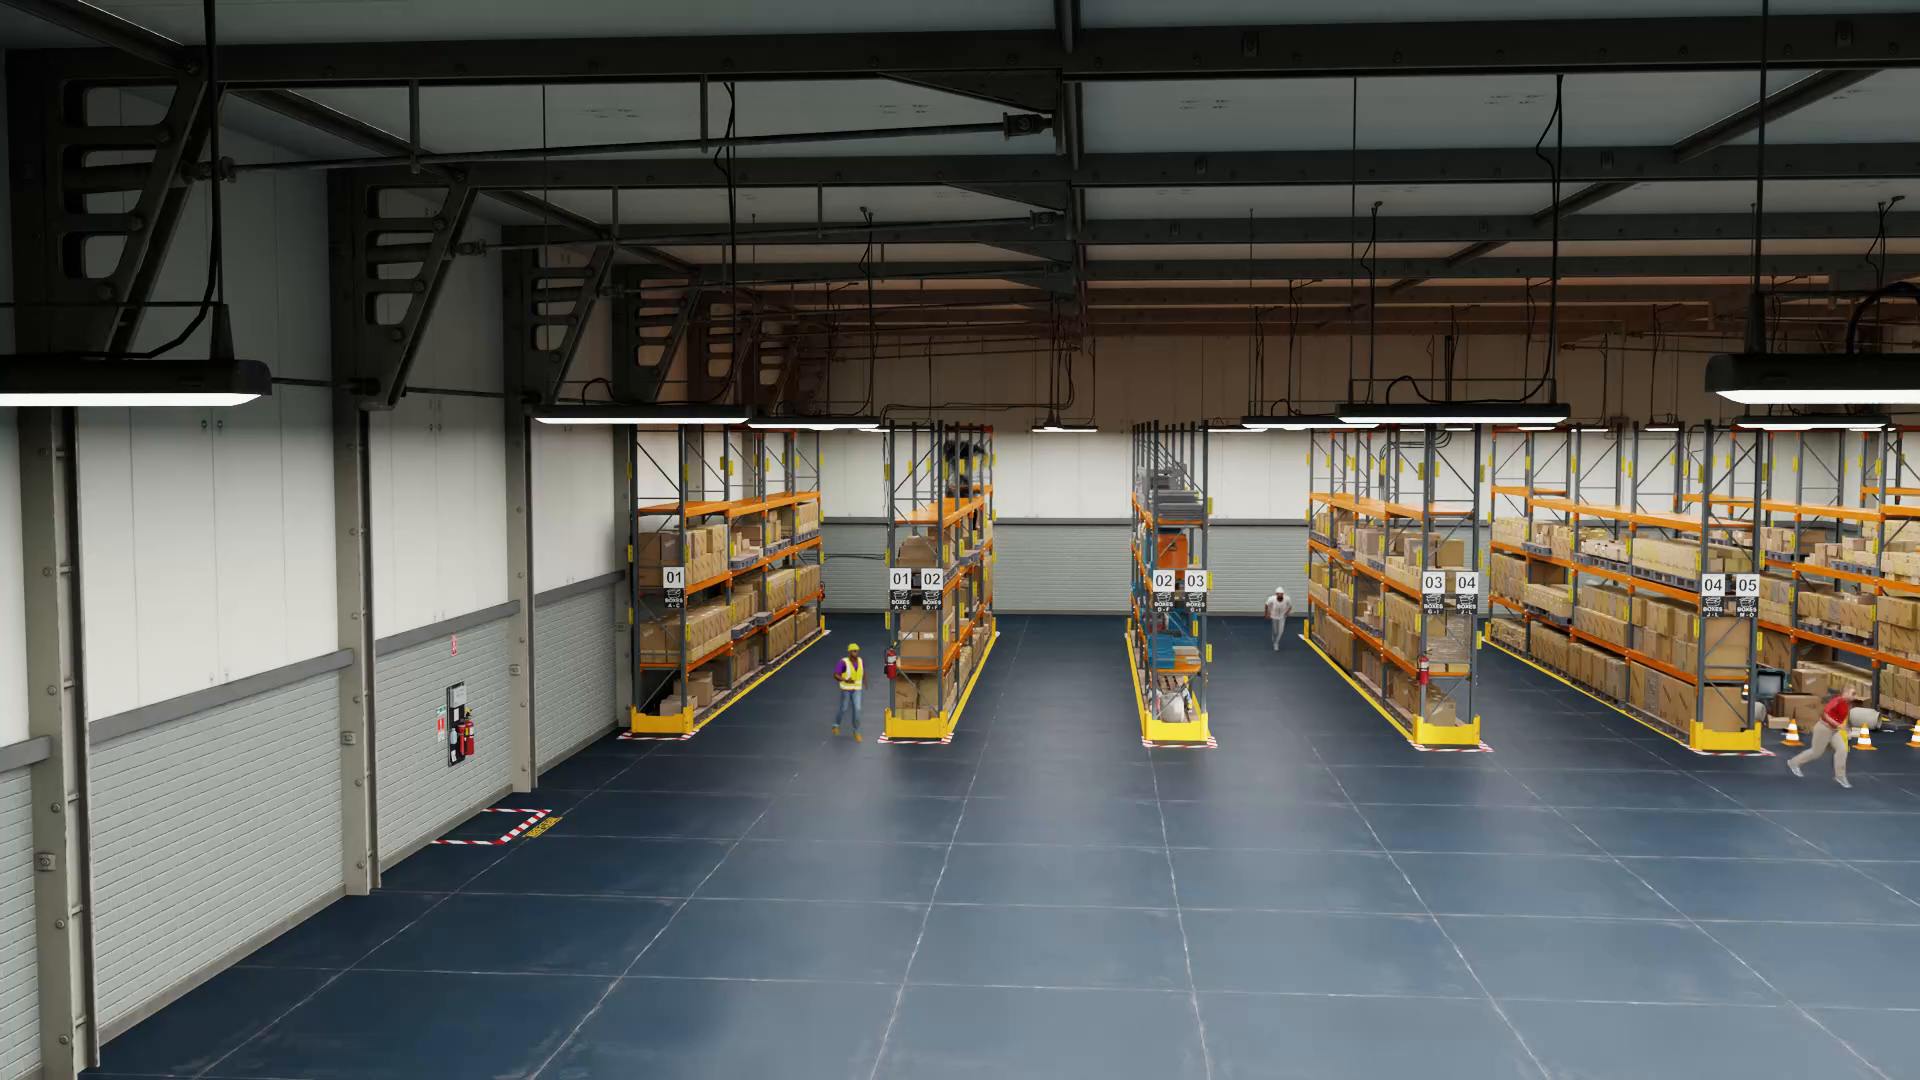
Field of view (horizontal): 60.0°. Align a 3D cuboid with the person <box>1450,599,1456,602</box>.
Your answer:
[{"bbox_3d":[13.574,1.956,45.523,0.668,1.786,0.968,1,4,13],"label":"person"}]

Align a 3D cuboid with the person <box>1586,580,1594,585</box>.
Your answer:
[{"bbox_3d":[17.058,1.970,45.136,0.671,1.783,0.884,-1,4,-11],"label":"person"}]

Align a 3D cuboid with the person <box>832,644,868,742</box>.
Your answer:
[{"bbox_3d":[-2.041,2.850,31.342,0.741,1.810,0.846,-2,4,-29],"label":"person"}]

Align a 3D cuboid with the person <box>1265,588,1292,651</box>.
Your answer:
[{"bbox_3d":[8.478,2.096,44.285,0.693,1.689,0.775,0,4,-1],"label":"person"}]

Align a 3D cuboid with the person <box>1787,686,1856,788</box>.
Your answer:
[{"bbox_3d":[14.184,3.194,27.361,1.019,1.694,0.703,3,5,44],"label":"person"}]
